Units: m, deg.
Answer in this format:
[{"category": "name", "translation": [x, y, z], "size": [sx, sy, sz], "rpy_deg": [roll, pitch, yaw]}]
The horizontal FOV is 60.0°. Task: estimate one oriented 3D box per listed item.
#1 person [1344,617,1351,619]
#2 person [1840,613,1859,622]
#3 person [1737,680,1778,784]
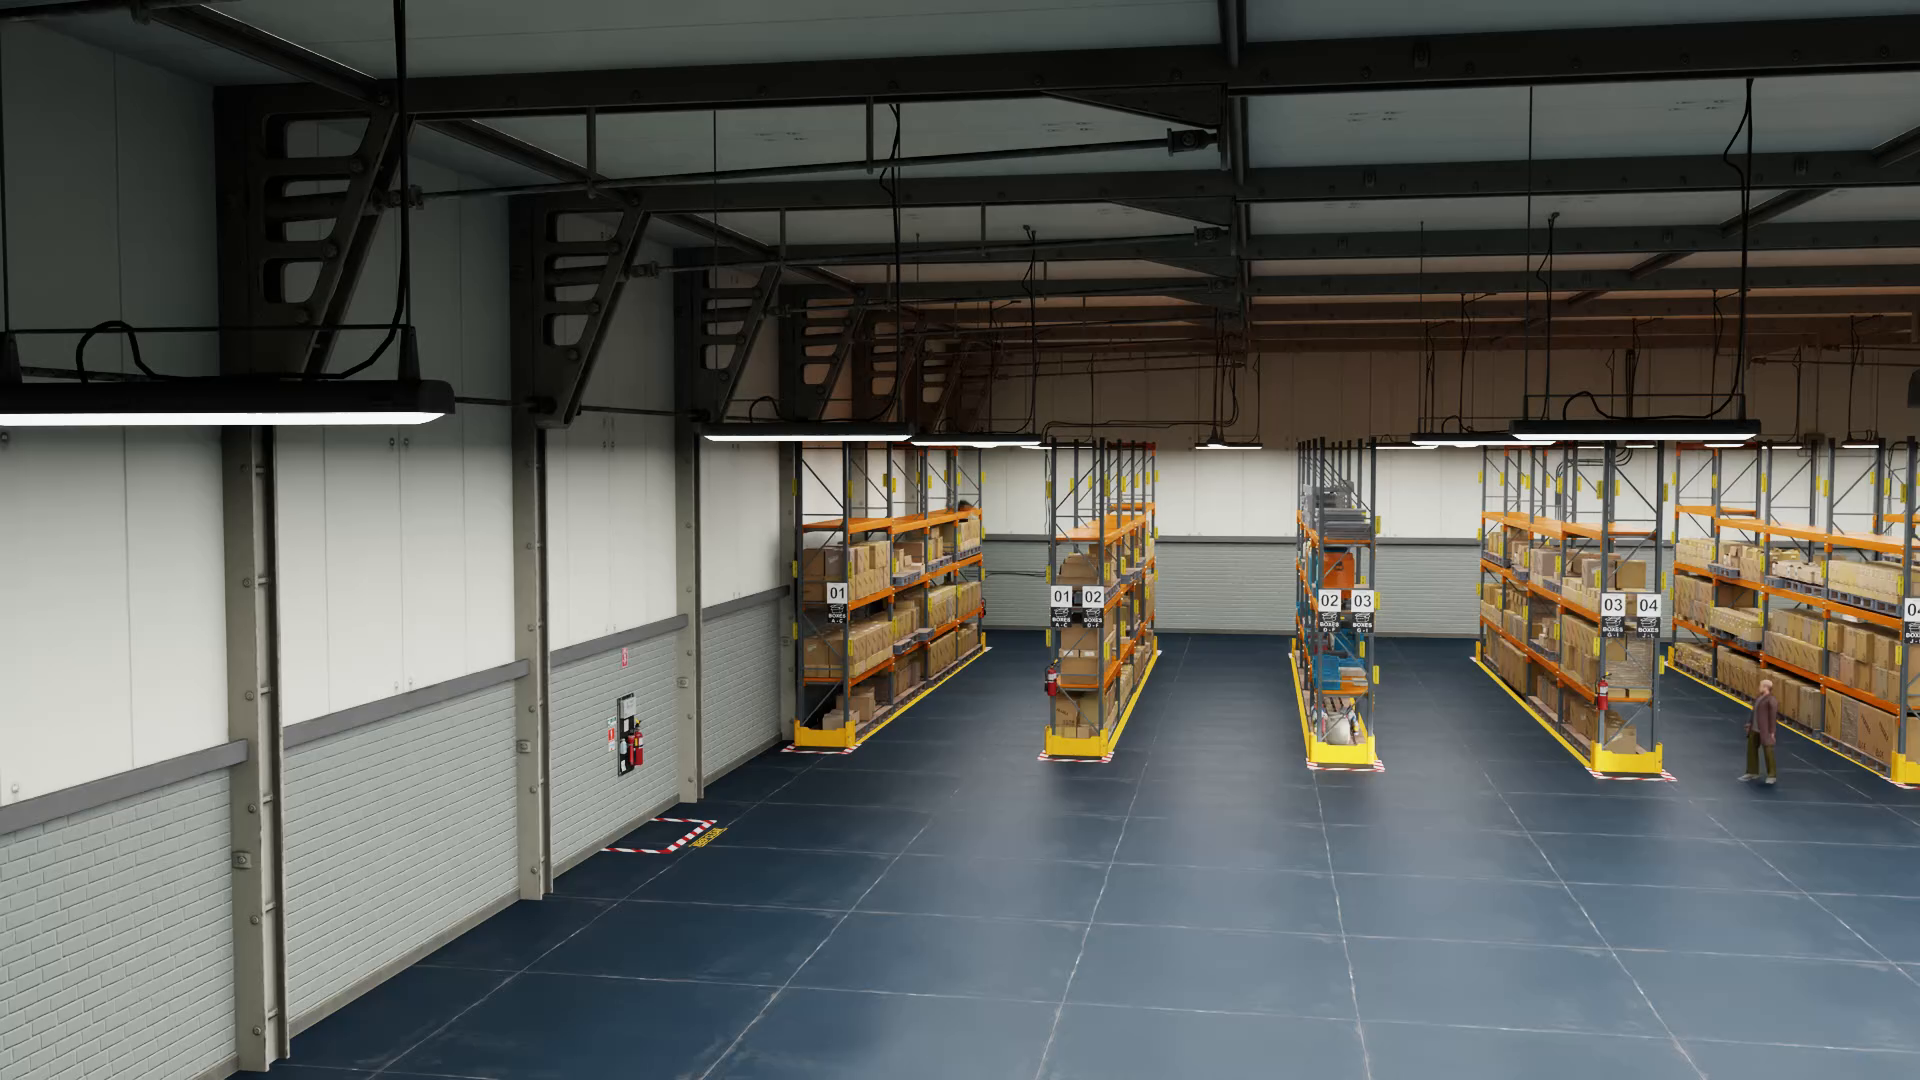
[{"category": "person", "translation": [11.642, 2.237, 49.701], "size": [0.573, 1.729, 0.438], "rpy_deg": [2, 3, 28]}, {"category": "person", "translation": [25.109, 2.336, 47.063], "size": [0.491, 1.808, 0.589], "rpy_deg": [-1, 3, -11]}, {"category": "person", "translation": [13.837, 3.304, 28.784], "size": [0.480, 1.810, 0.742], "rpy_deg": [-1, 3, -17]}]
